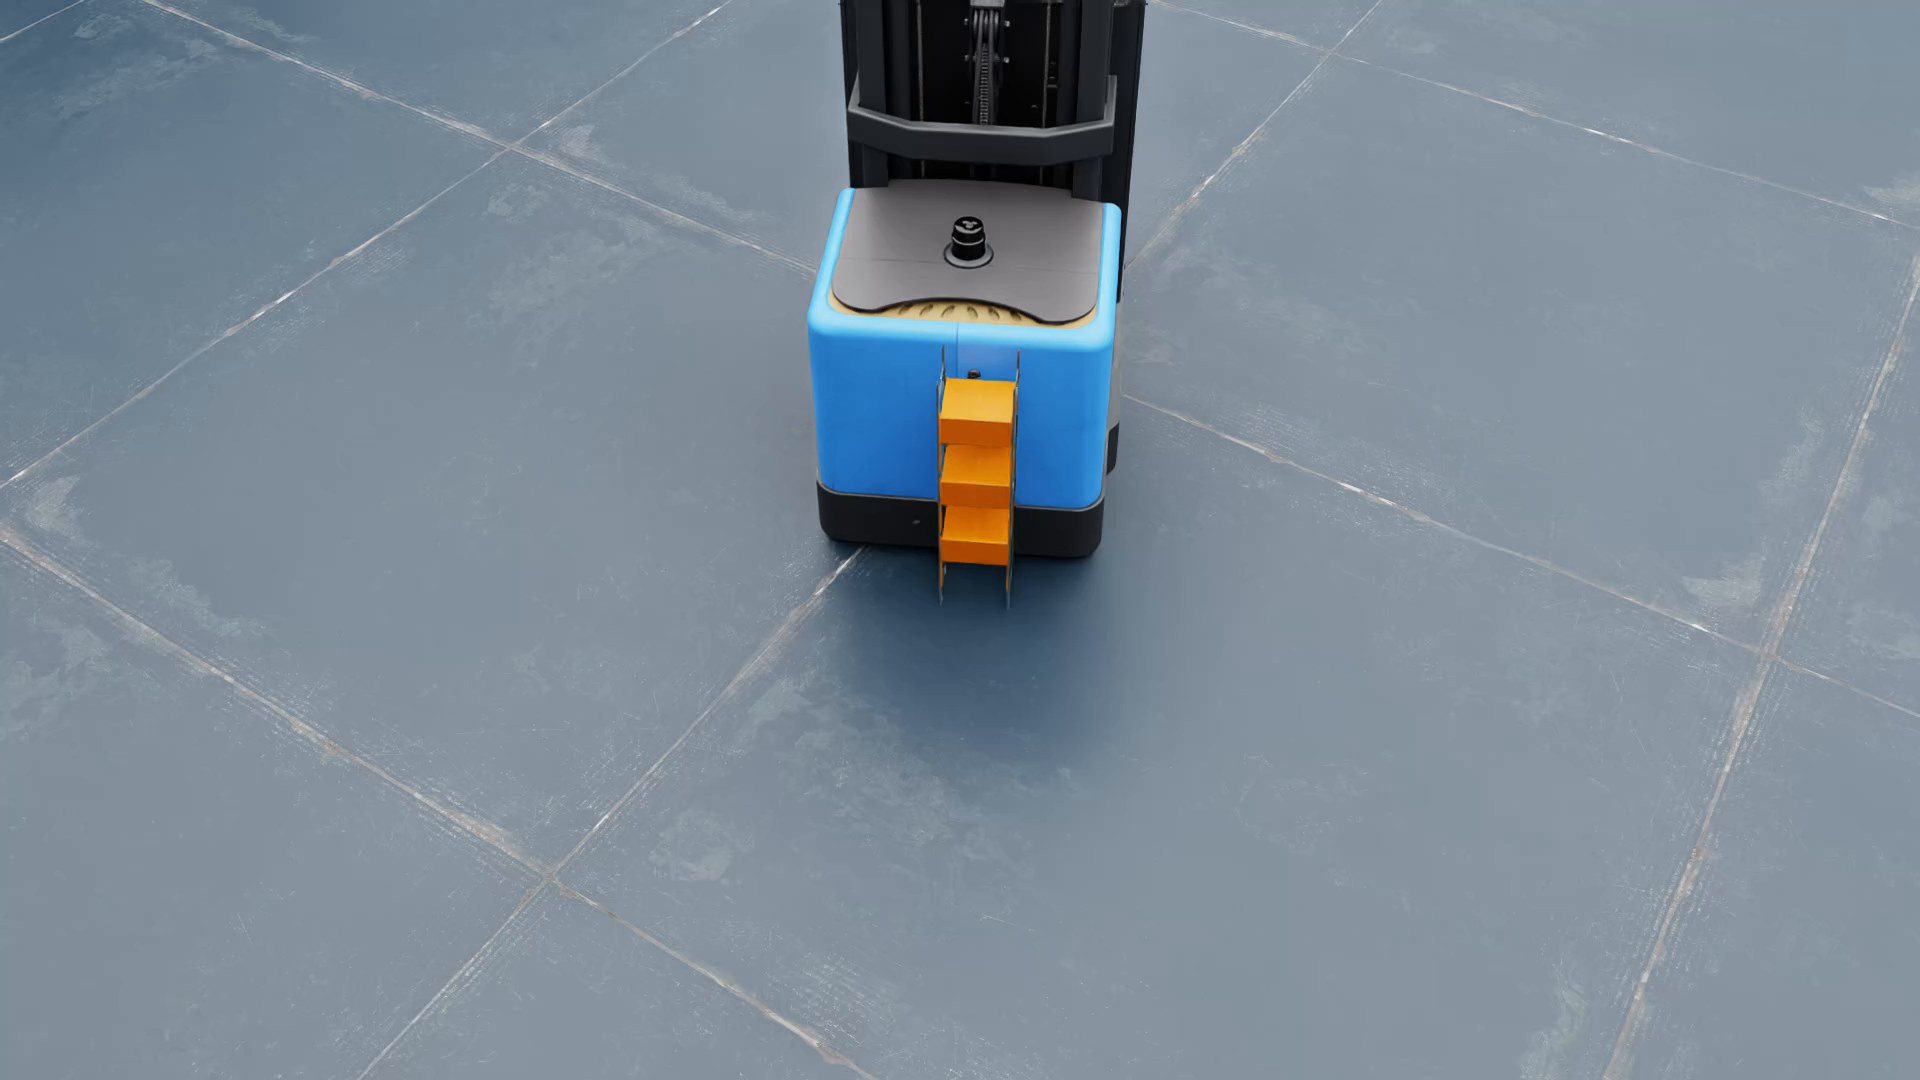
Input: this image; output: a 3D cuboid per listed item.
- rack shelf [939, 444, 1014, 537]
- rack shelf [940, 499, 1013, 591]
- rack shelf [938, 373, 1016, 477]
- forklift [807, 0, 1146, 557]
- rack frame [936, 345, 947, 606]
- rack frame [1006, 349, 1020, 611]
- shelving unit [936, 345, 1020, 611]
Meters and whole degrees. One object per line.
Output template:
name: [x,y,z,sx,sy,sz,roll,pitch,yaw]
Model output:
rack shelf: [0.059,-0.182,5.710,0.240,0.259,0.215,4,46,4]
rack shelf: [0.059,0.012,5.909,0.240,0.259,0.215,4,46,4]
rack shelf: [0.059,-0.380,5.506,0.240,0.259,0.215,4,46,4]
forklift: [0.141,-2.018,6.168,1.130,2.935,3.031,4,46,4]
rack frame: [-0.062,-0.198,5.710,0.008,1.050,0.200,4,46,4]
rack frame: [0.181,-0.181,5.694,0.008,1.050,0.200,4,46,4]
shelving unit: [0.059,-0.189,5.702,0.252,1.050,0.215,4,46,4]
